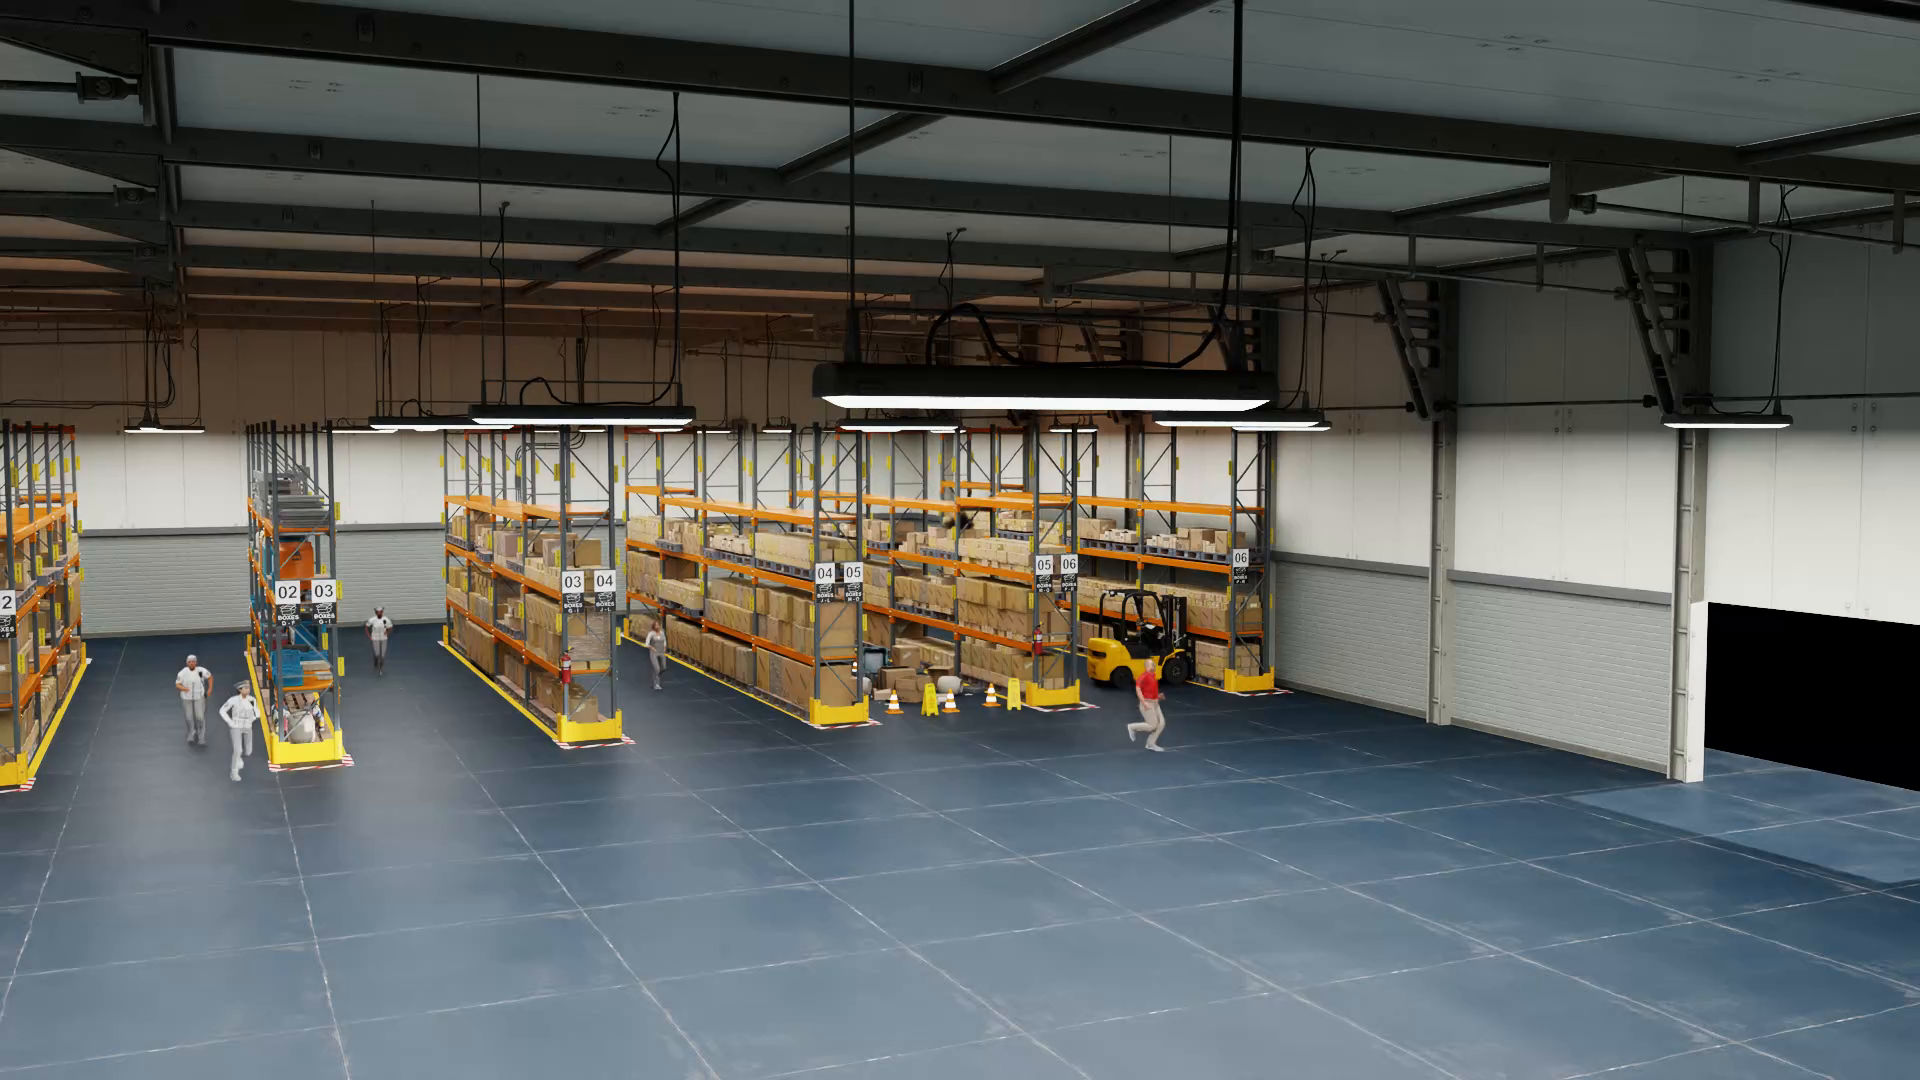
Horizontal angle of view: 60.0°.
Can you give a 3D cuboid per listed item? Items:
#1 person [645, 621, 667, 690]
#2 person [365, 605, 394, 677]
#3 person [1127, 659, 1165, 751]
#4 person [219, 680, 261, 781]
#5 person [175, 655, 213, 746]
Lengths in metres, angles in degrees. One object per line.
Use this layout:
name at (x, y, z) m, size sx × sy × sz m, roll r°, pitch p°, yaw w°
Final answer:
person at (-6.846, 2.598, 37.573) m, size 0.532 × 1.550 × 0.559 m, roll -2°, pitch 4°, yaw -32°
person at (-13.828, 2.402, 39.657) m, size 0.634 × 1.696 × 0.577 m, roll -2°, pitch 4°, yaw -26°
person at (3.408, 2.999, 30.306) m, size 0.633 × 1.666 × 0.667 m, roll 2°, pitch 4°, yaw 27°
person at (-12.105, 3.177, 28.024) m, size 0.736 × 1.651 × 0.647 m, roll 3°, pitch 5°, yaw 43°
person at (-14.199, 2.987, 30.837) m, size 0.617 × 1.731 × 0.717 m, roll -1°, pitch 4°, yaw -21°
